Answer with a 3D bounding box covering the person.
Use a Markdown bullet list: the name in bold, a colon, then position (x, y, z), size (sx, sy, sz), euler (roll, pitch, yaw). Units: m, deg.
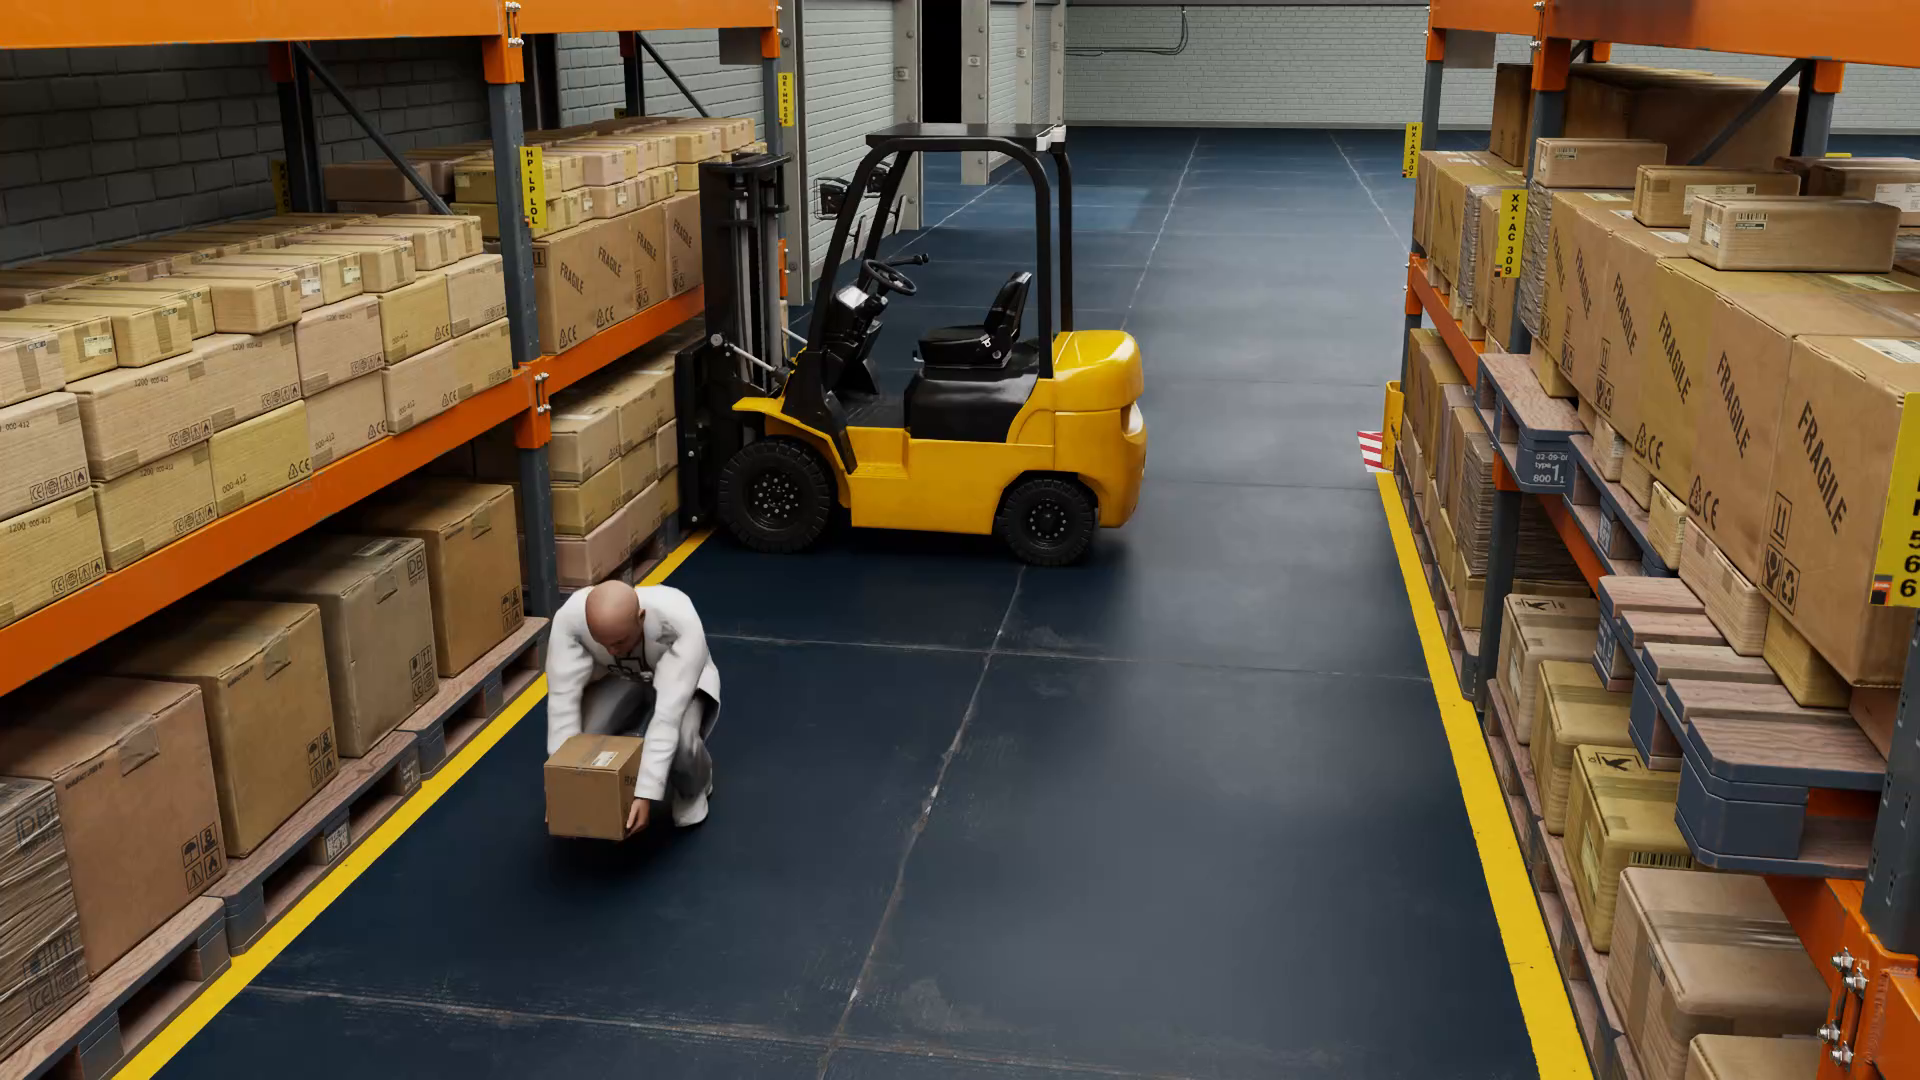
- **person**: position (-1.128, 0.530, 5.698), size (0.571, 1.004, 0.926), euler (3, 18, 8)
